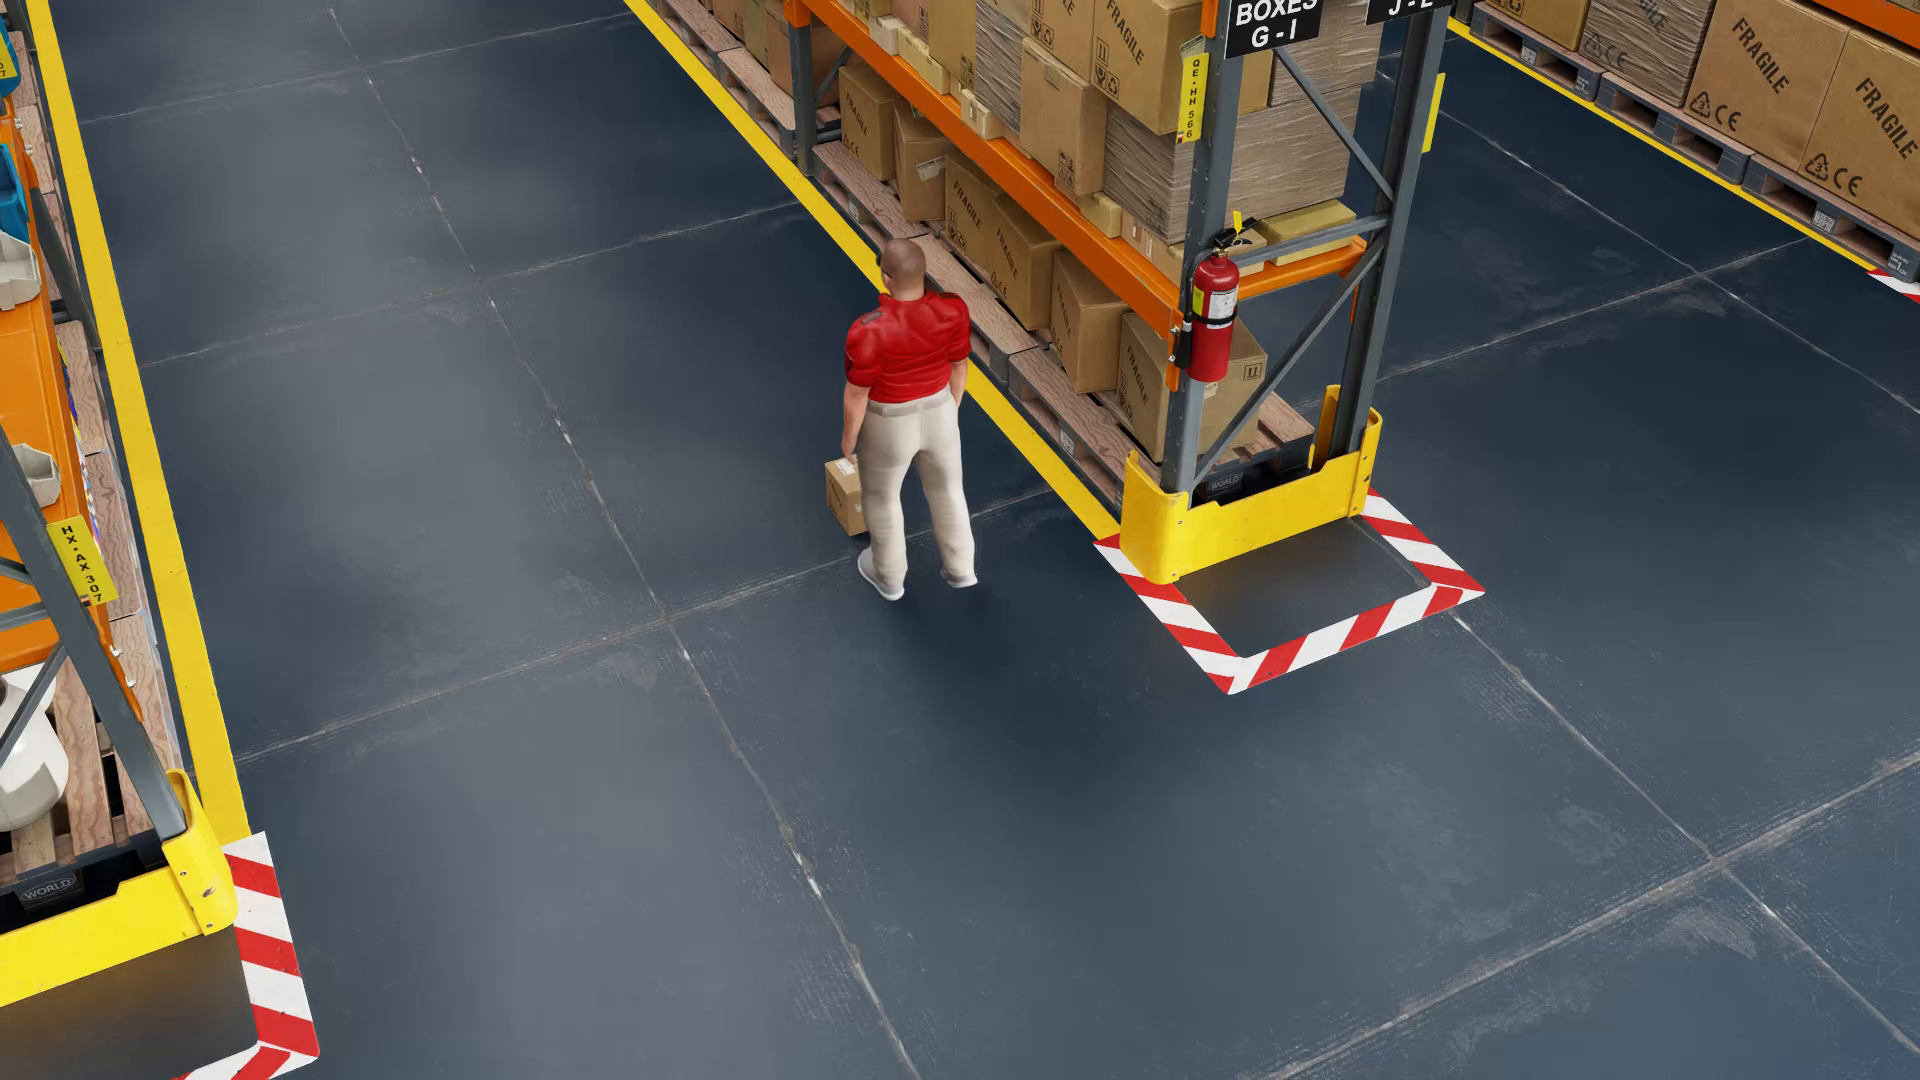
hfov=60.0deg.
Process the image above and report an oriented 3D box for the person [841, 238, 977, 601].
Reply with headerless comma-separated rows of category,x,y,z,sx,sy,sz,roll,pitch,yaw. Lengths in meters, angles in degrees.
person,-0.231,-0.452,6.744,0.535,1.793,0.435,-18,44,-20
